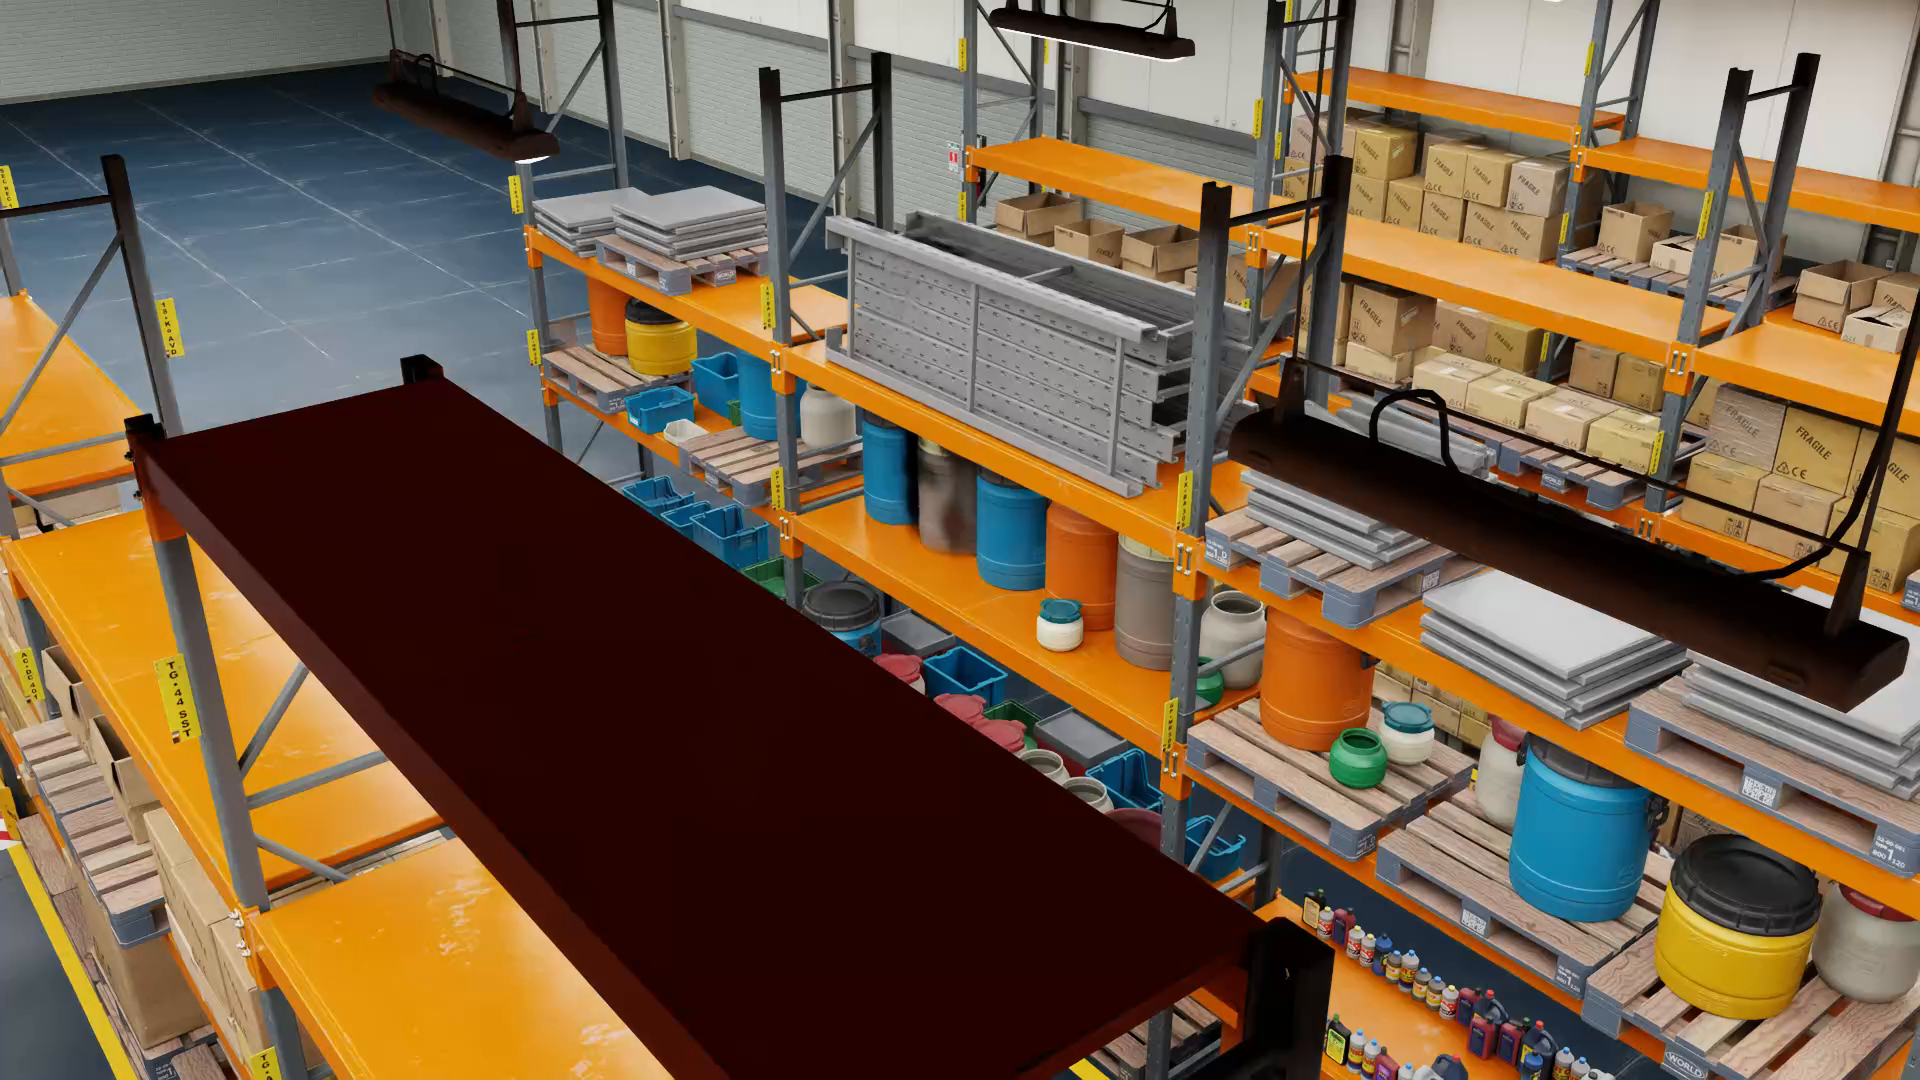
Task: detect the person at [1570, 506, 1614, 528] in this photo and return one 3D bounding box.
[{"bbox_3d":[6.381,-0.063,16.661,0.845,1.515,0.599,12,28,23],"label":"person"}]

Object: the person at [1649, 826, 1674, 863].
[{"bbox_3d":[4.409,2.523,11.146,0.703,1.688,0.545,21,33,37],"label":"person"}]

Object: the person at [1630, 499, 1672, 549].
[{"bbox_3d":[6.728,0.051,16.029,0.687,1.578,0.491,23,34,39],"label":"person"}]
